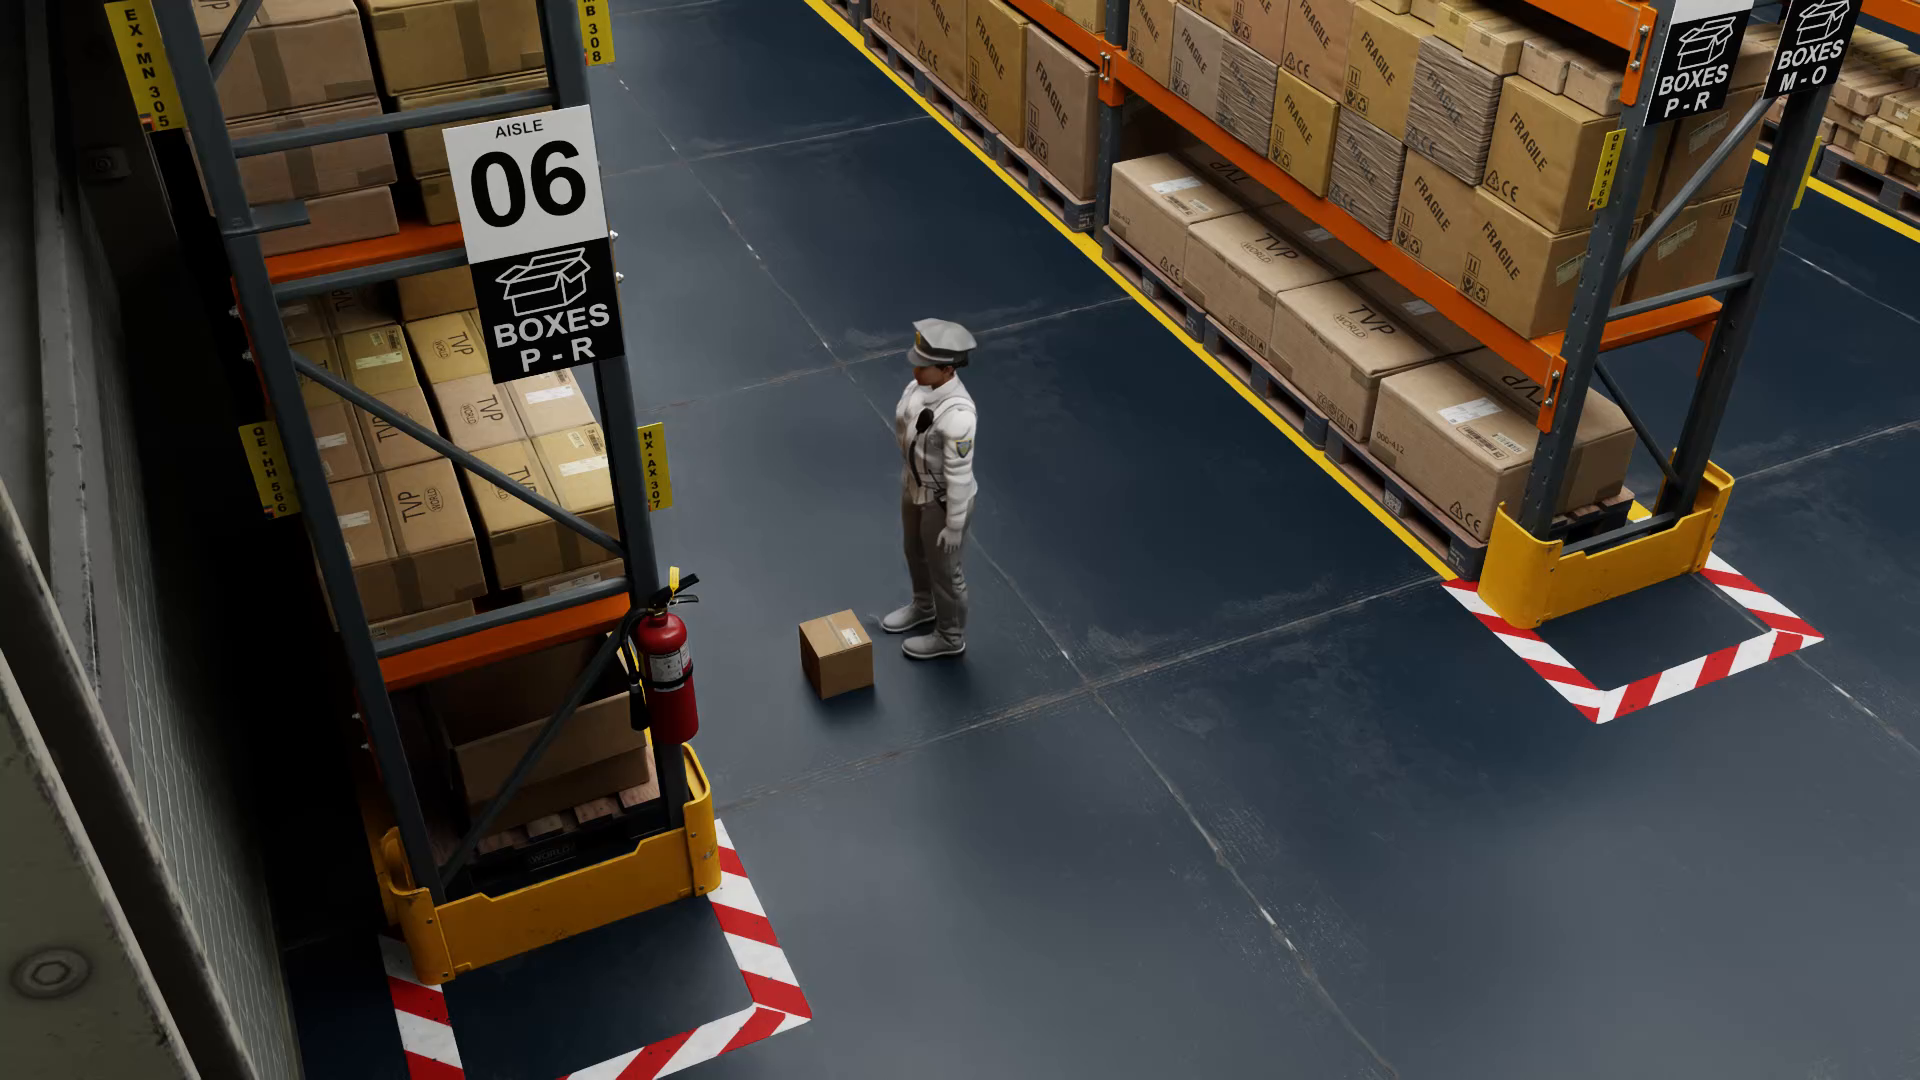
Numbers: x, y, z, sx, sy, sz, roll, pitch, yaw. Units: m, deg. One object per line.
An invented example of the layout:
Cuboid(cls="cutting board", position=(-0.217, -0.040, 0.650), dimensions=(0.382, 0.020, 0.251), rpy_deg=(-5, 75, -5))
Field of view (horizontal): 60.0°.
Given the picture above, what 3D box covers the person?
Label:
Cuboid(cls="person", position=(-0.120, -0.182, 7.065), dimensions=(0.363, 1.688, 0.528), rpy_deg=(-12, 39, -16))
